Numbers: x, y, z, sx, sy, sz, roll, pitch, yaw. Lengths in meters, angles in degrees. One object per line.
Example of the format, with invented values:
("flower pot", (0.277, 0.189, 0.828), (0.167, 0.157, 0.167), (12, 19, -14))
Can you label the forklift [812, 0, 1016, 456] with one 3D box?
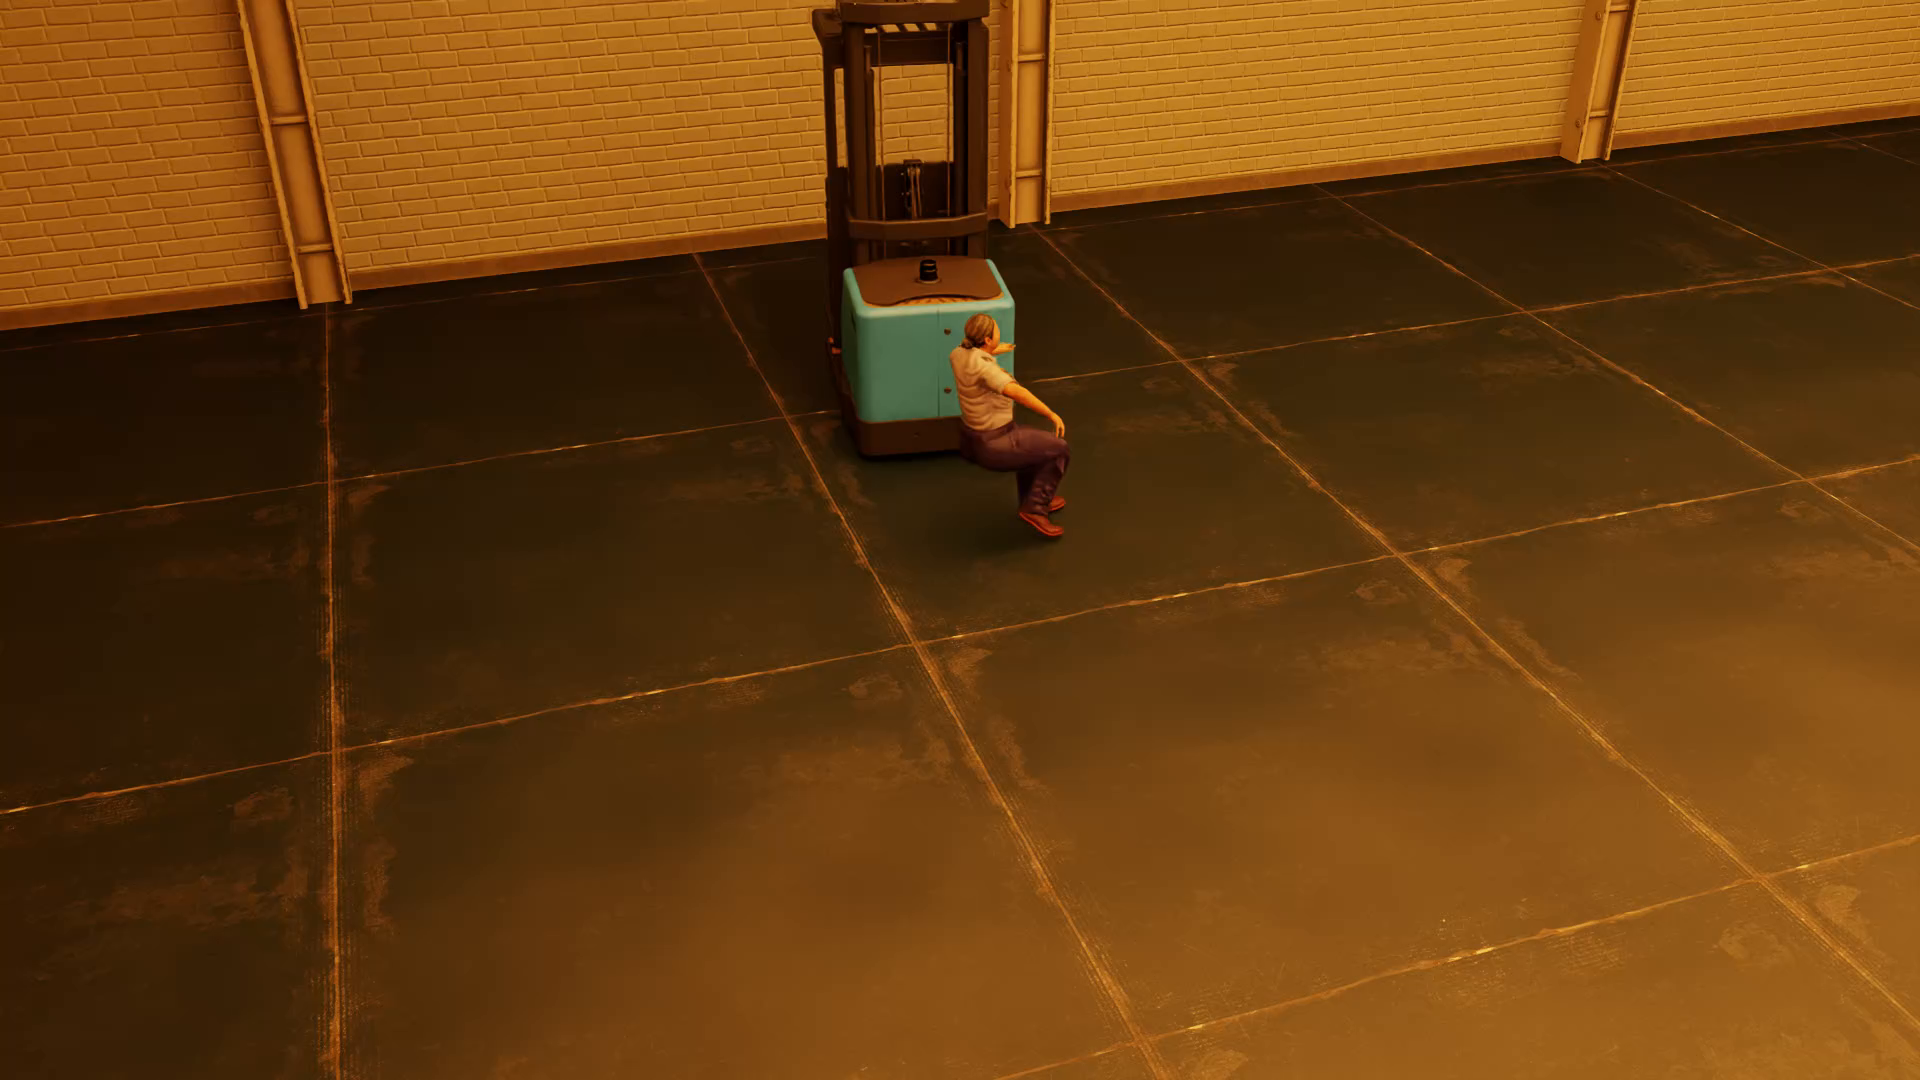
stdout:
("forklift", (-0.397, -2.536, 11.494), (1.130, 2.935, 3.031), (-5, 30, -9))

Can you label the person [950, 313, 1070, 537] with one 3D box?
("person", (0.363, -0.697, 9.801), (0.787, 1.419, 0.990), (-20, 35, -30))
